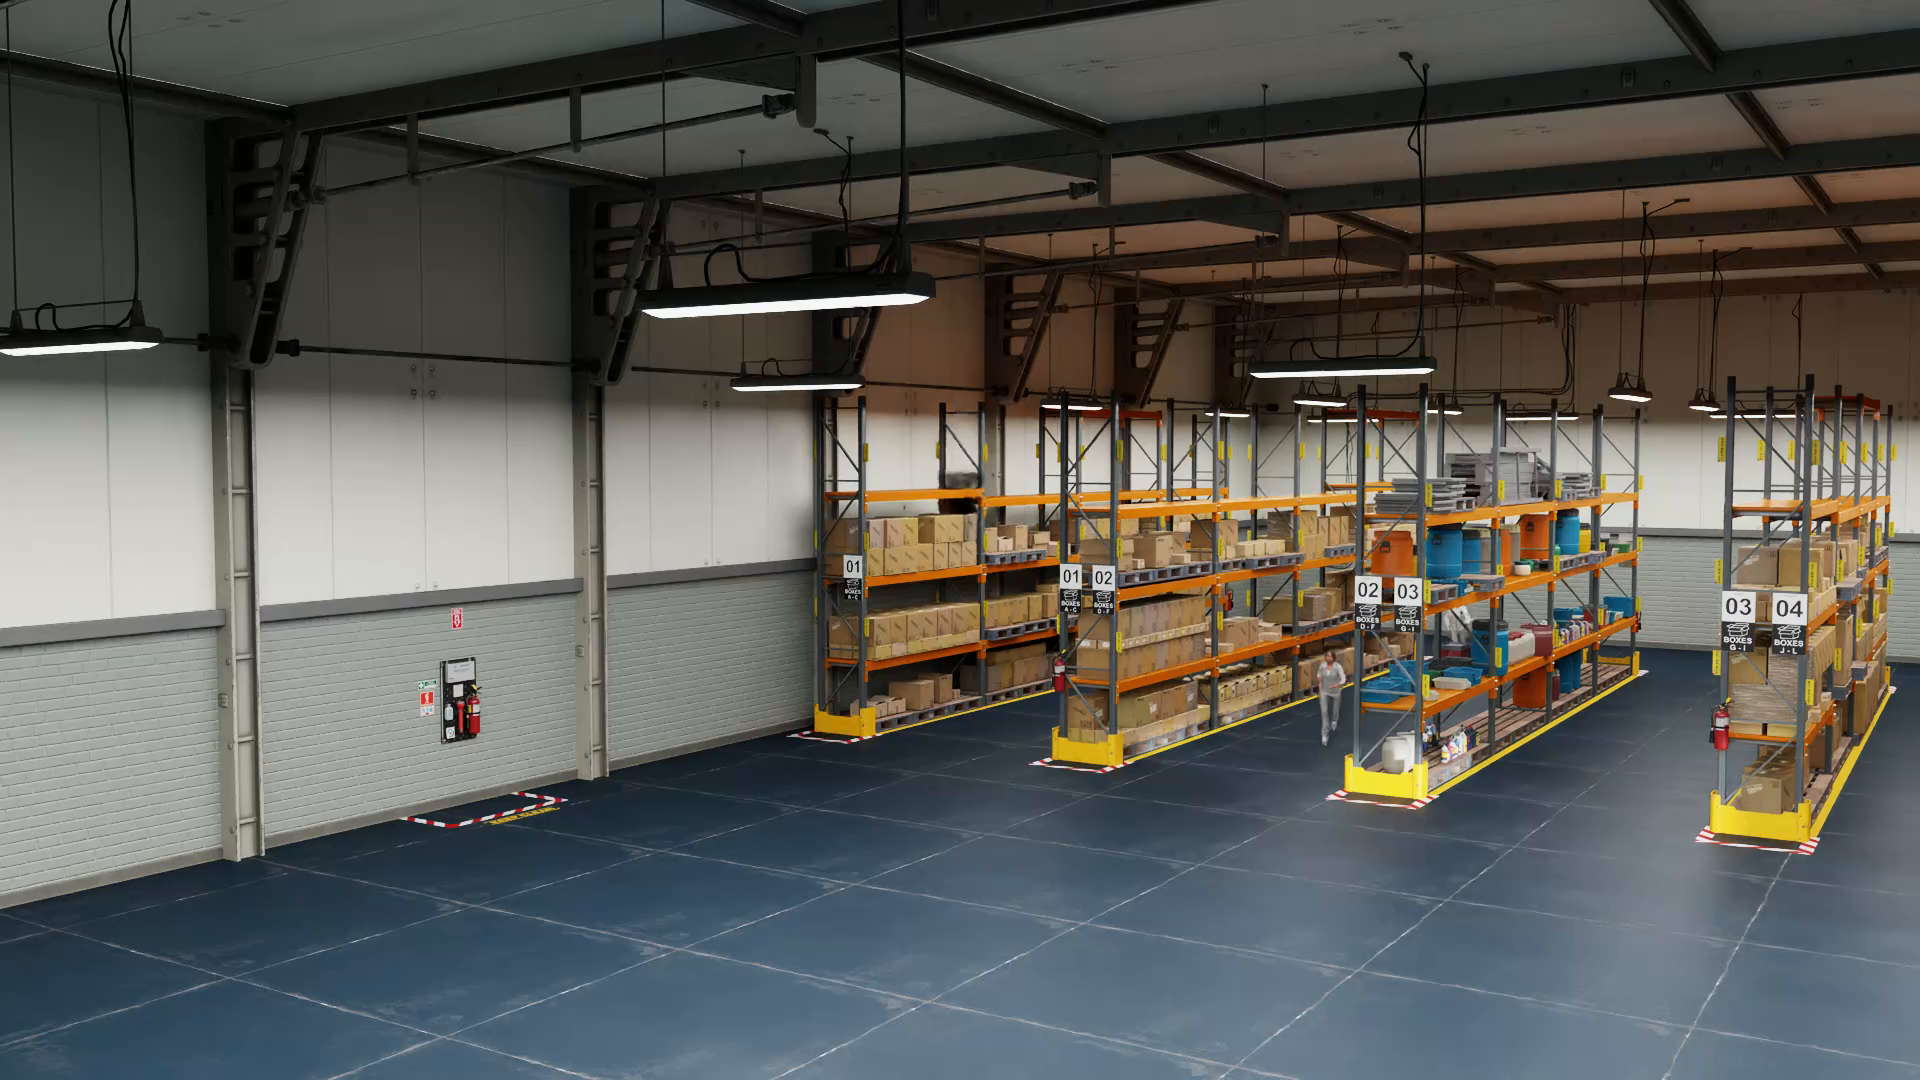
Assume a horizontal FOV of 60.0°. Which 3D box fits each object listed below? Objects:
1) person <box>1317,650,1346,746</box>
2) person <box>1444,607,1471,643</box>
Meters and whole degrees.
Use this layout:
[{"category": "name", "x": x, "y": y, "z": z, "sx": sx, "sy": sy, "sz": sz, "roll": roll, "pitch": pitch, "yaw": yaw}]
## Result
[{"category": "person", "x": 6.441, "y": 2.699, "z": 28.846, "sx": 0.506, "sy": 1.599, "sz": 1.022, "roll": 1, "pitch": 3, "yaw": 16}, {"category": "person", "x": 11.568, "y": 2.137, "z": 38.694, "sx": 0.626, "sy": 1.697, "sz": 0.765, "roll": 1, "pitch": 3, "yaw": 23}]
